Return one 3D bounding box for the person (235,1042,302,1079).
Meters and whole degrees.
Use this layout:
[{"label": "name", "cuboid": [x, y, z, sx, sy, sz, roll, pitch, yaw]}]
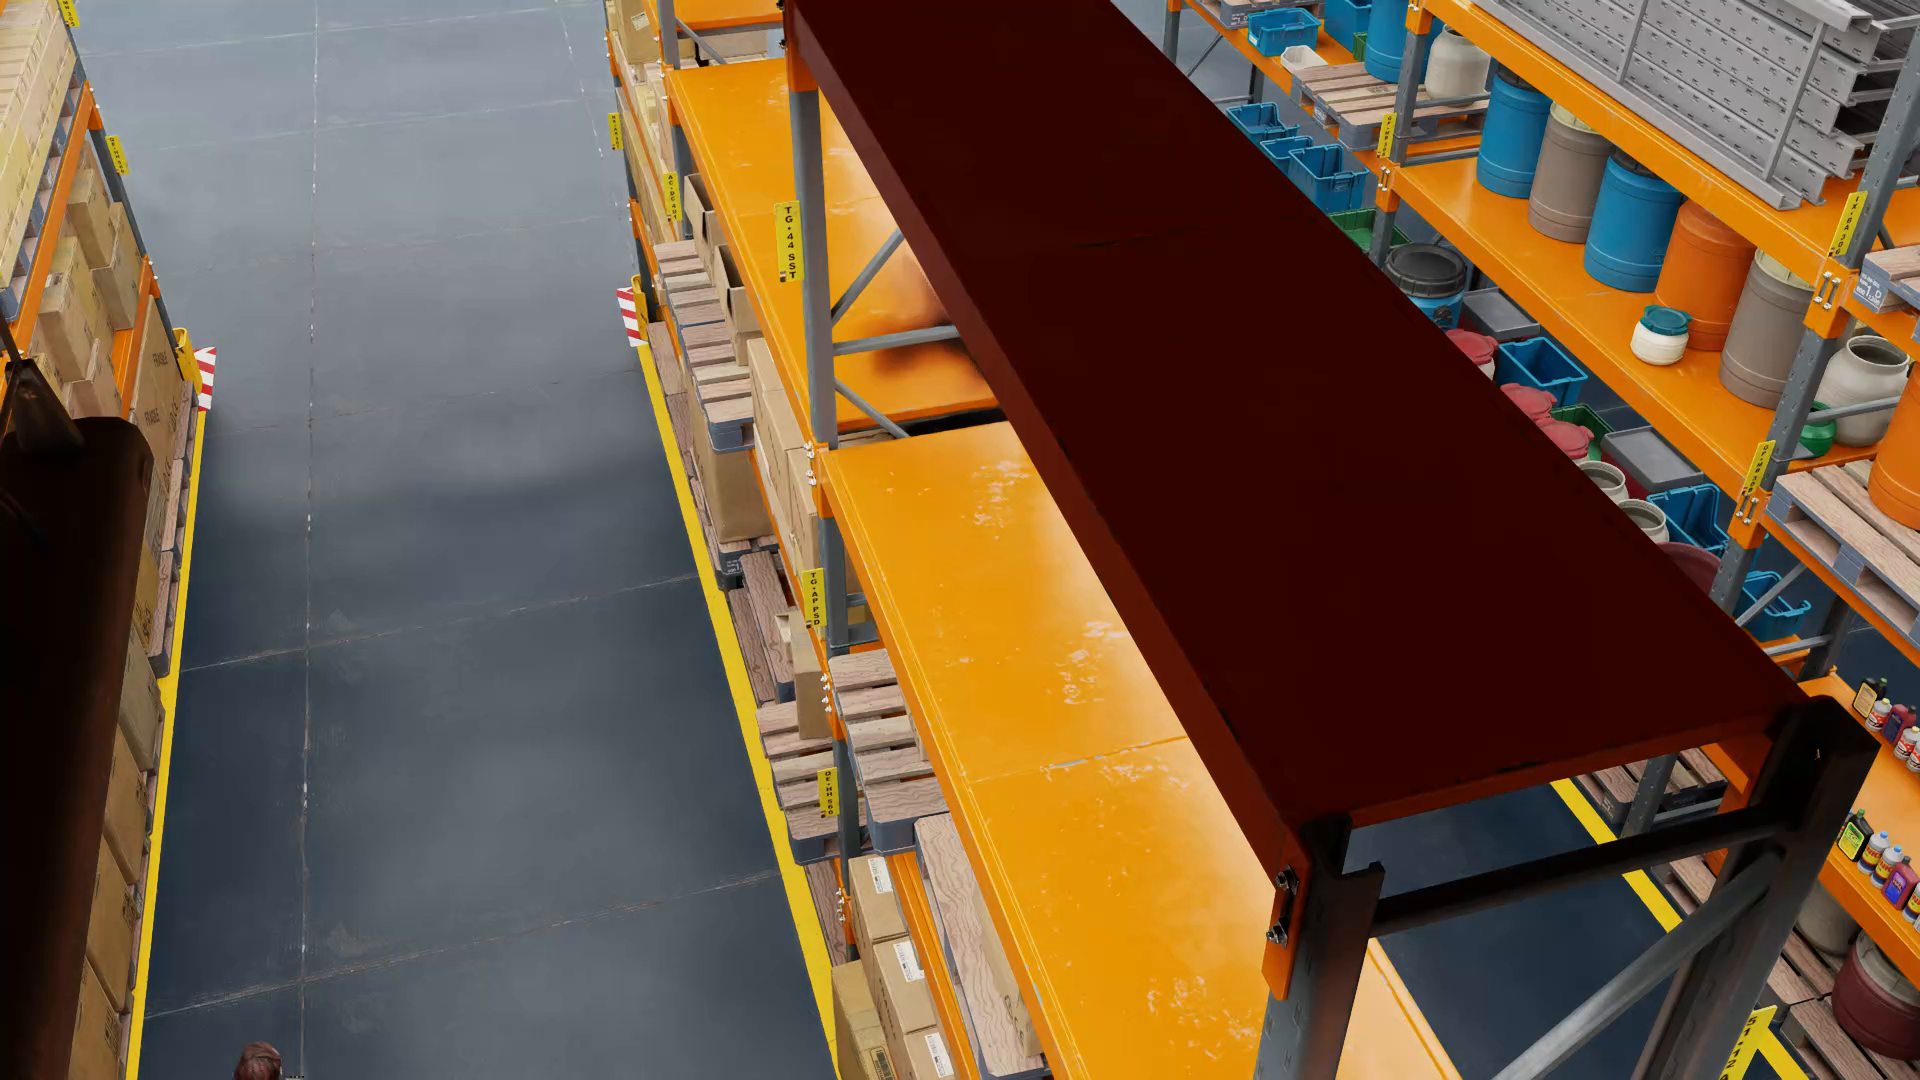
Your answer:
[{"label": "person", "cuboid": [-2.985, 2.819, 7.455, 0.558, 1.692, 0.835, -11, 40, -14]}]
